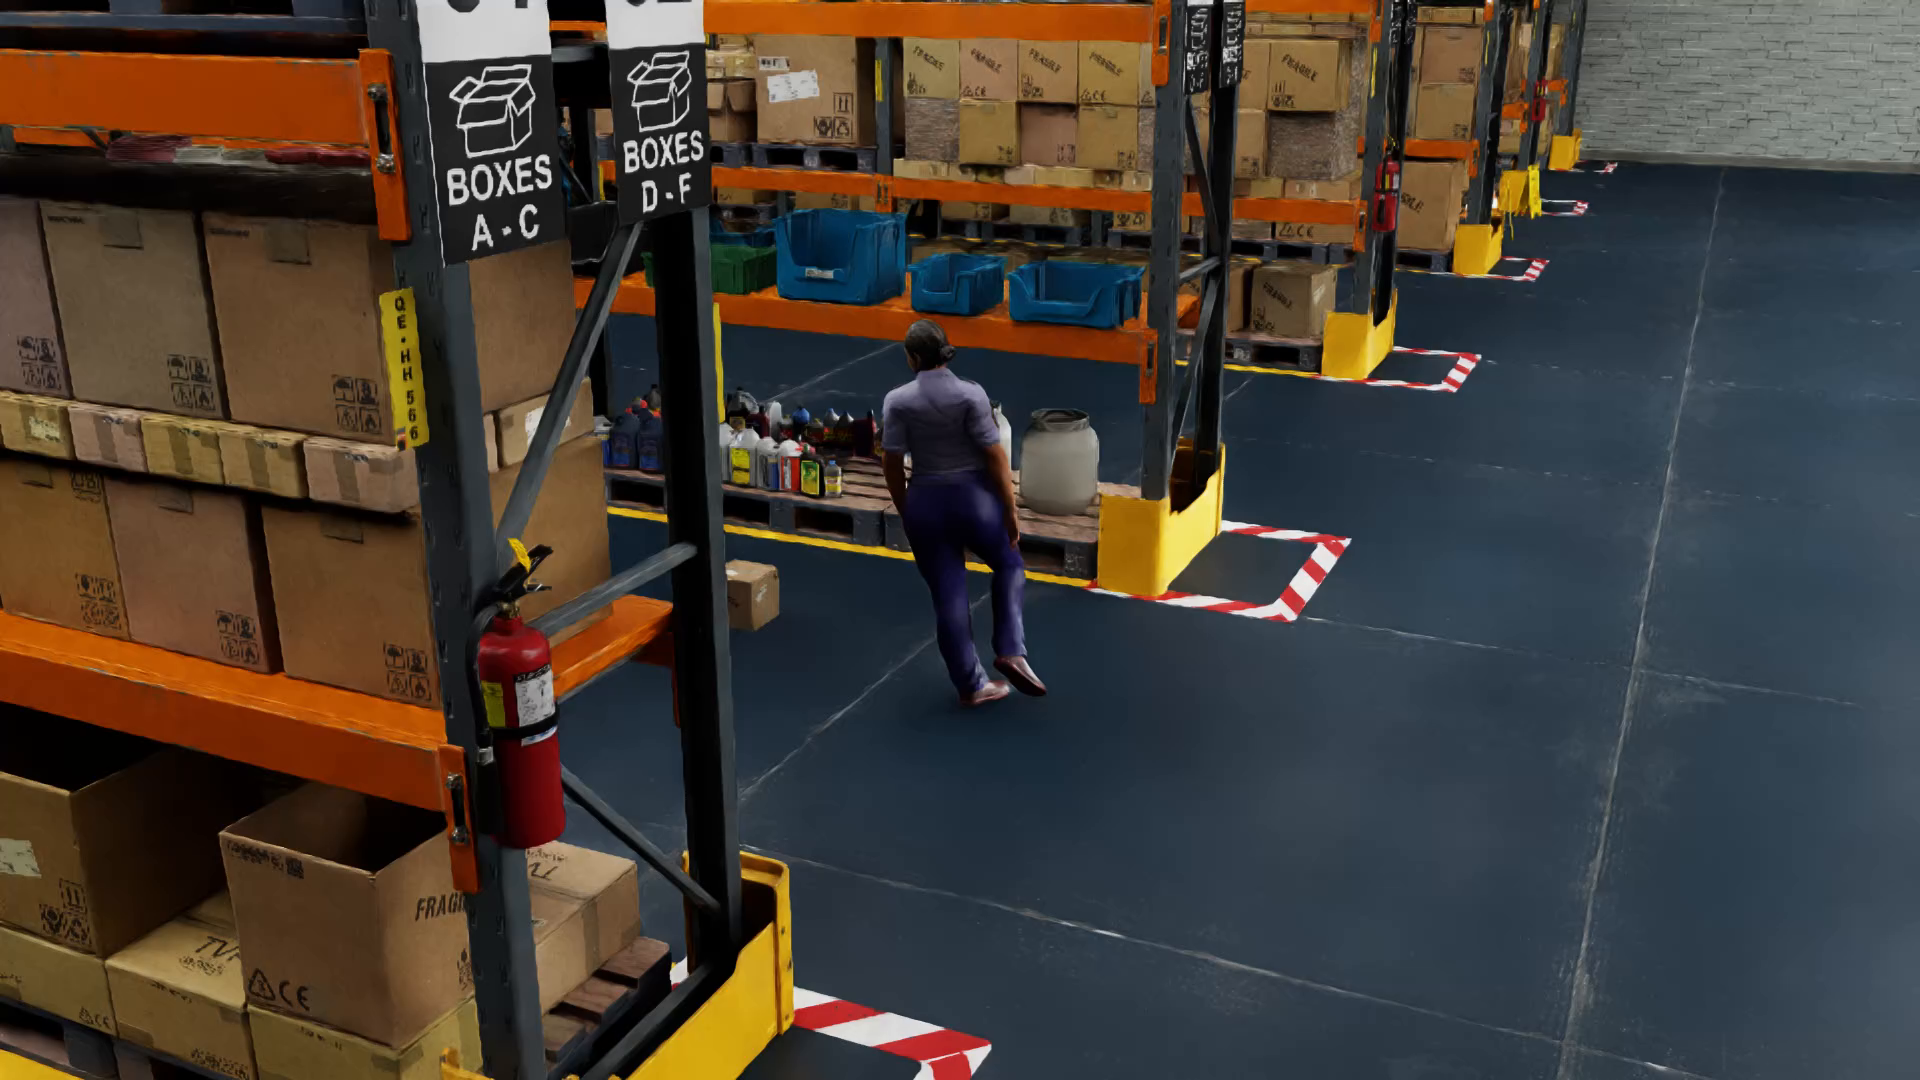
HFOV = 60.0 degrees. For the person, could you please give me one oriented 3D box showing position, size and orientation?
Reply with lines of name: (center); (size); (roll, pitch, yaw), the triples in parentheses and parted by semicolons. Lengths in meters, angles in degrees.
person: (0.041, -0.098, 6.873); (0.694, 1.631, 0.453); (5, 20, 13)
